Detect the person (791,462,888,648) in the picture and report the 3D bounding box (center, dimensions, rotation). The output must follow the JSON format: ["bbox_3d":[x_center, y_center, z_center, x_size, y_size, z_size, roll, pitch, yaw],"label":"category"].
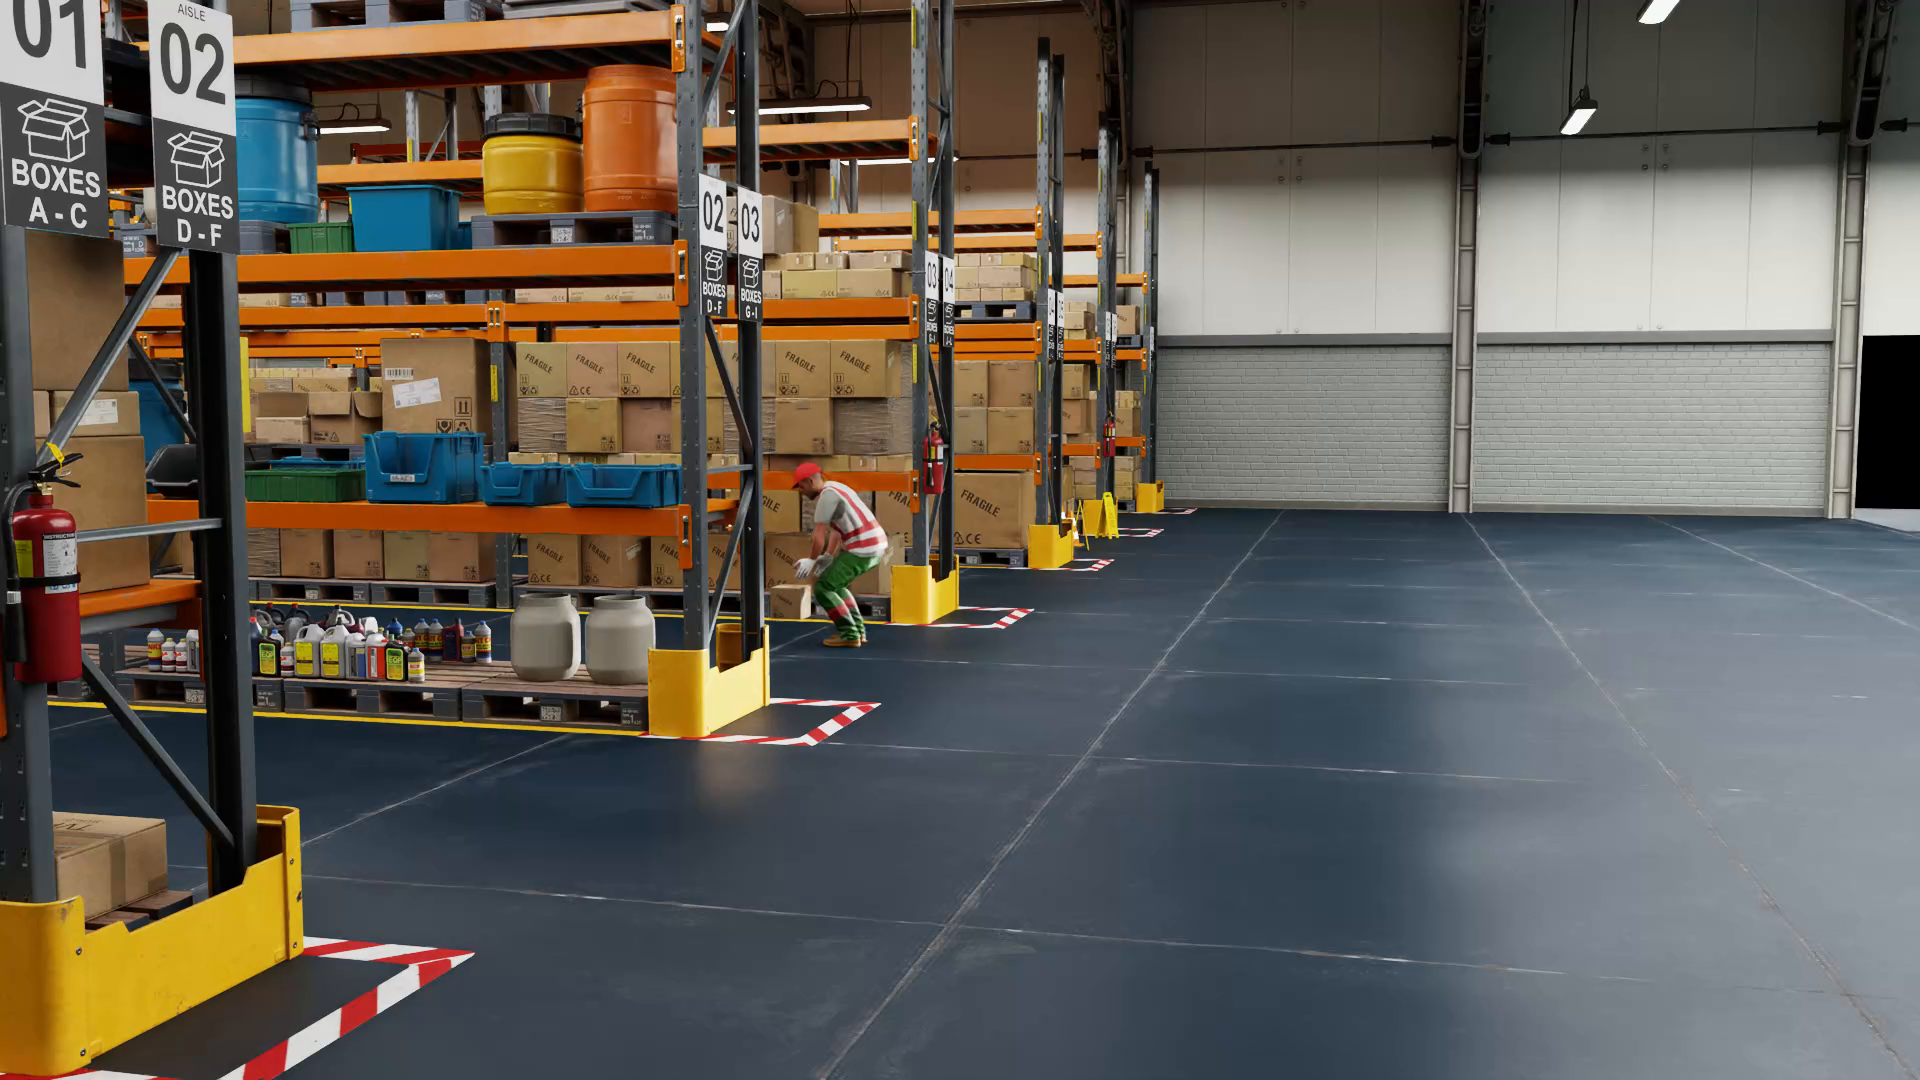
[{"bbox_3d":[-0.959,0.111,13.071,0.748,1.443,0.583,1,5,14],"label":"person"}]
